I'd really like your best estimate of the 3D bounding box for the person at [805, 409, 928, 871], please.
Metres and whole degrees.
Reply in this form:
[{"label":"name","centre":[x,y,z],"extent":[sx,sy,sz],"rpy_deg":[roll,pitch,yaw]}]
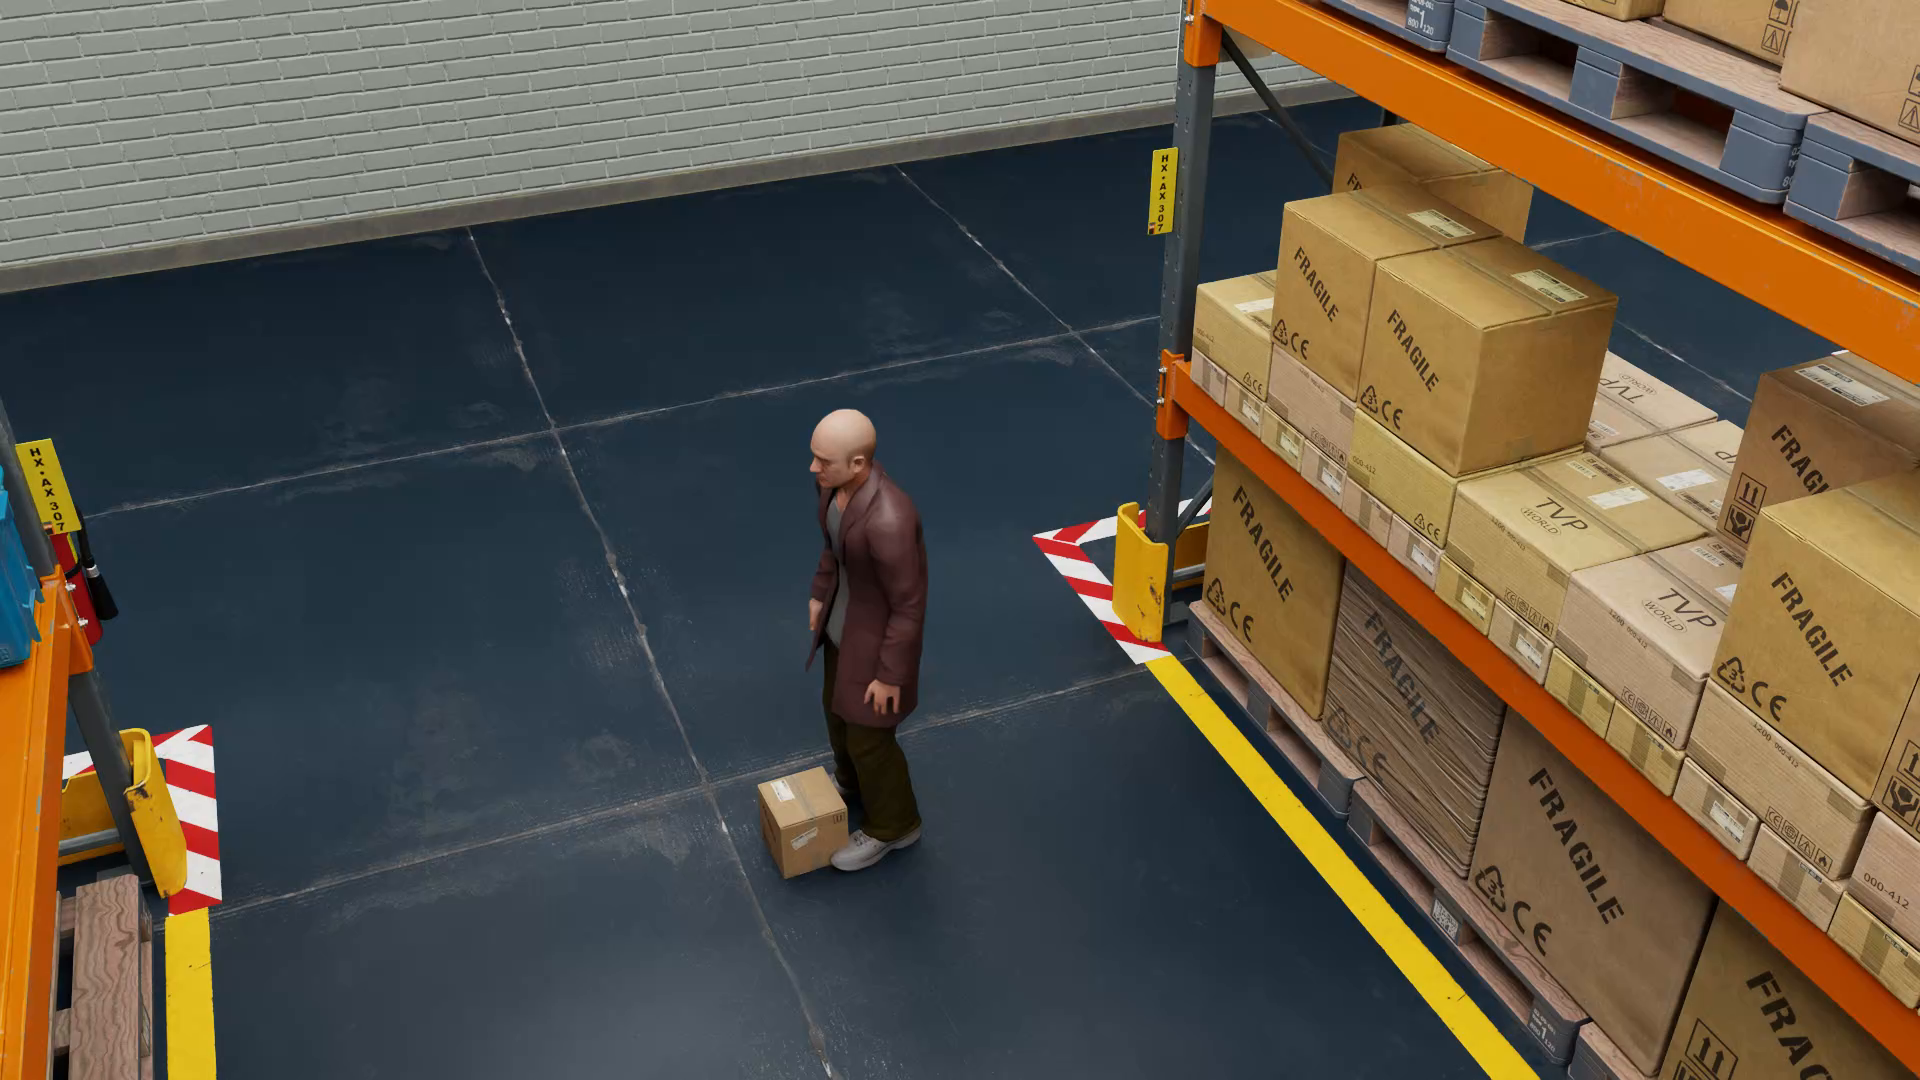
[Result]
[{"label":"person","centre":[-0.329,0.330,5.646],"extent":[0.422,1.774,0.654],"rpy_deg":[-15,36,-21]}]
